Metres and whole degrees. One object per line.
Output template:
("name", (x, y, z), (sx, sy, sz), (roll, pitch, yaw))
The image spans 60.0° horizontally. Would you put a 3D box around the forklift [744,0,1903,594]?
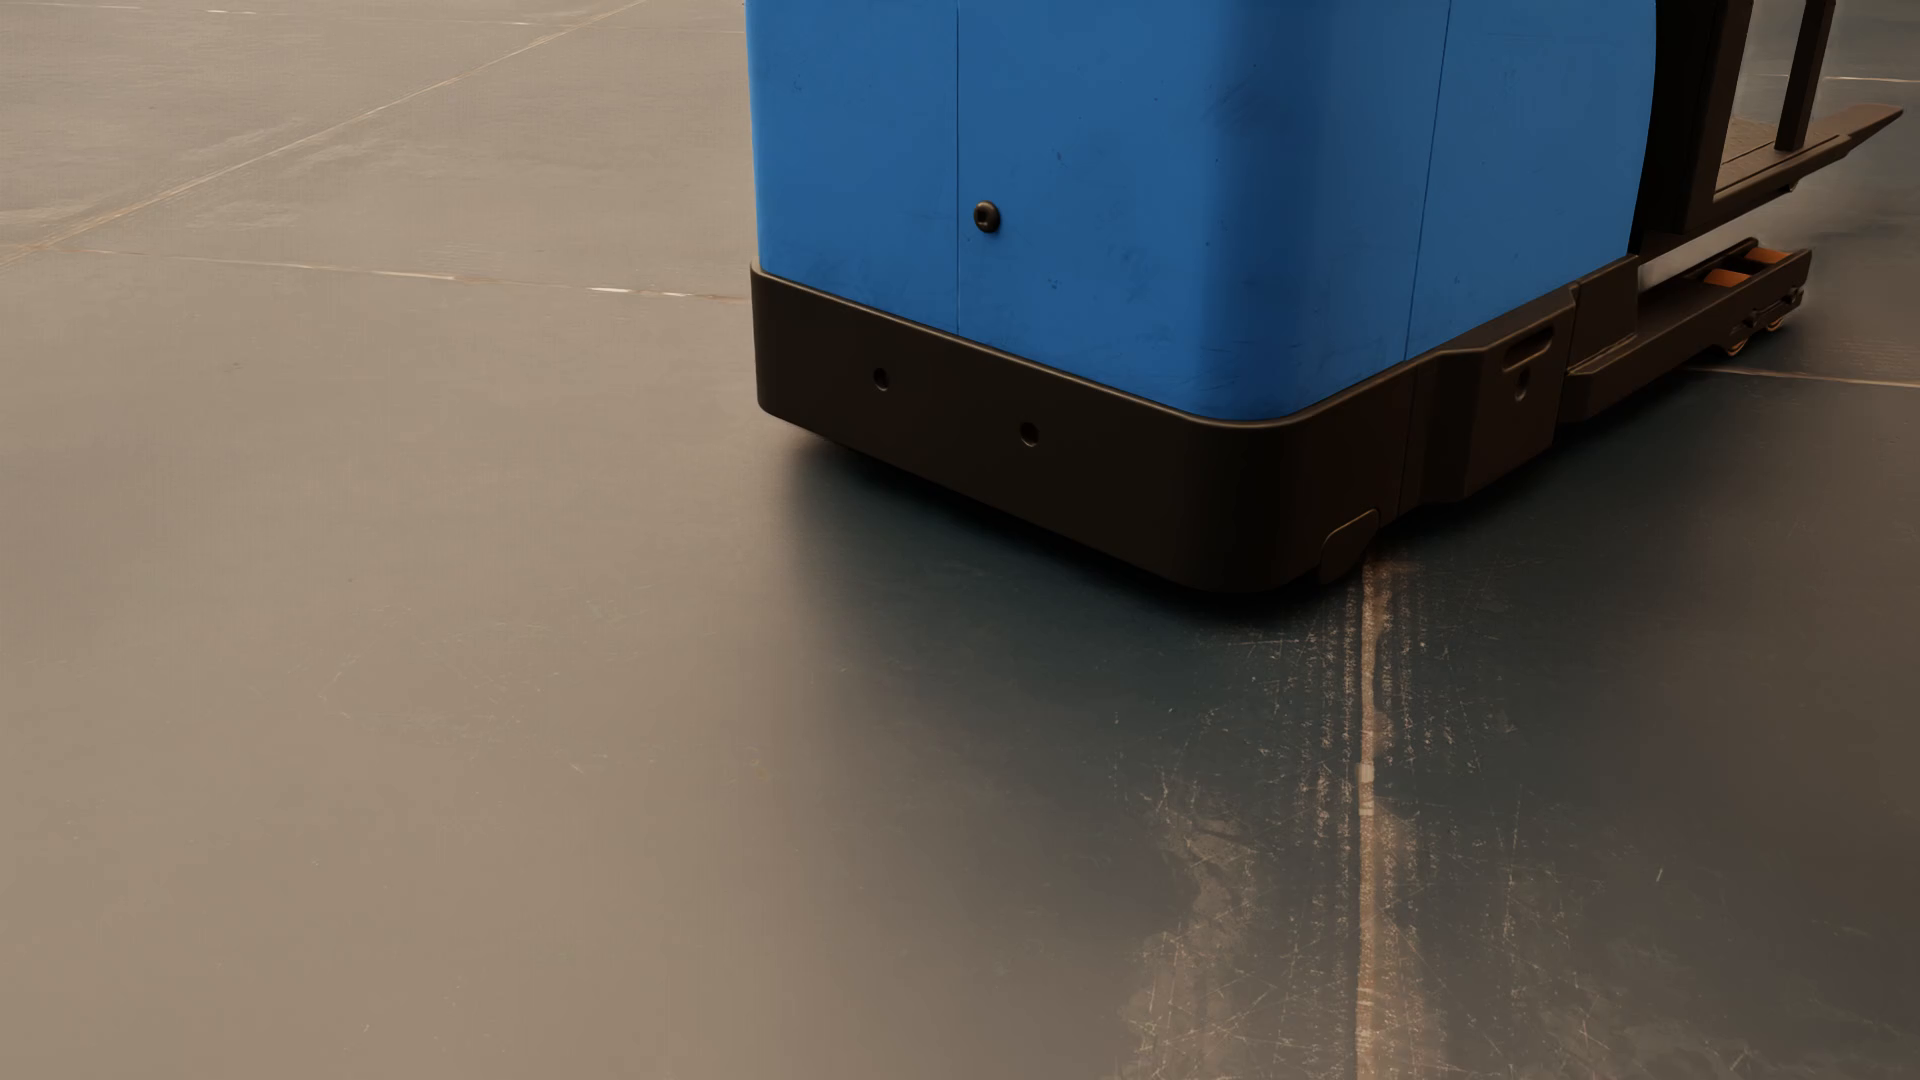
("forklift", (1.048, -1.805, 2.825), (1.130, 2.935, 3.031), (24, 35, 39))
